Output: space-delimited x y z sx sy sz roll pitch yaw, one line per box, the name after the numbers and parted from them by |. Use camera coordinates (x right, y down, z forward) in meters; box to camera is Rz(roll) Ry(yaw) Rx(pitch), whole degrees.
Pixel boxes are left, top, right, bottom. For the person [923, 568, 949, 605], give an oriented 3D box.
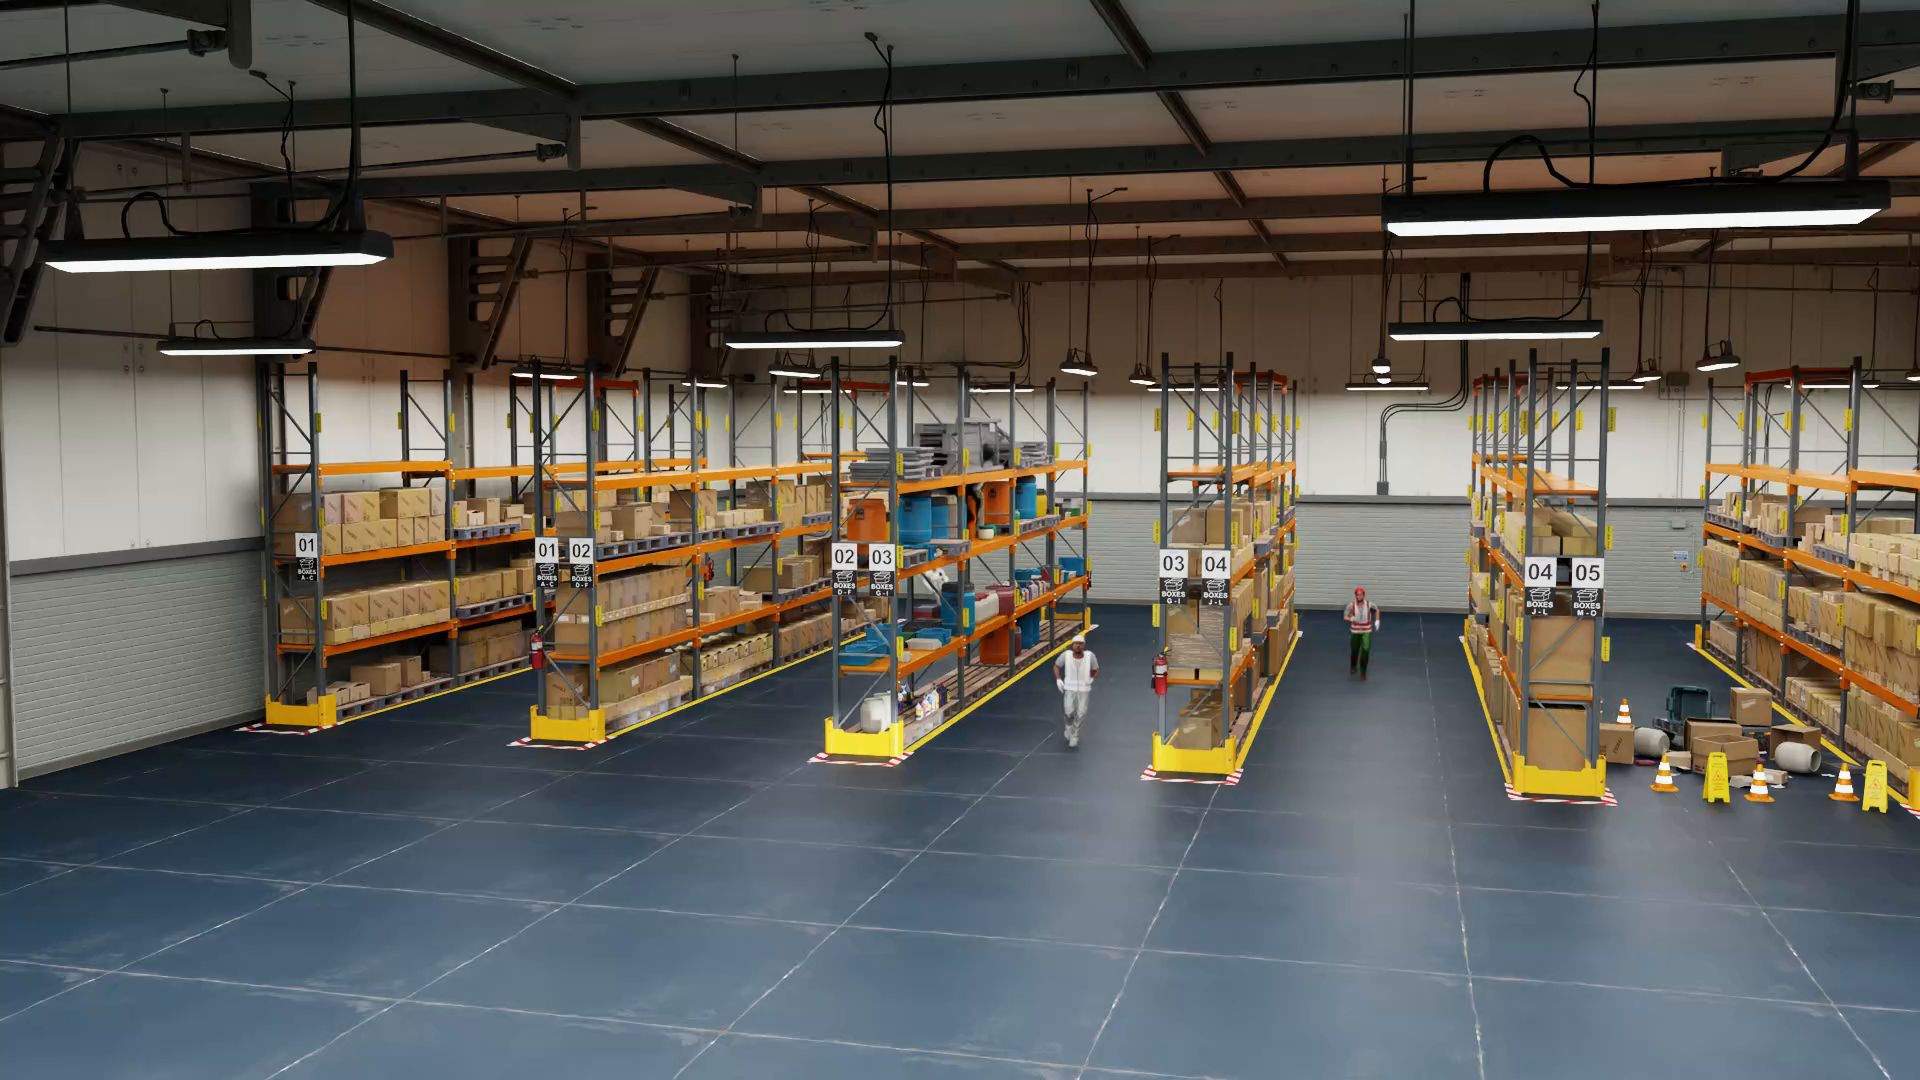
-0.582 1.285 41.451 0.644 1.634 0.806 -1 4 -13 | person

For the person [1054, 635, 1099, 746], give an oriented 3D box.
1.808 2.328 25.670 0.688 1.733 0.569 0 4 0 | person

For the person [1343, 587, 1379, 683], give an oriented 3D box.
7.819 1.833 32.419 0.676 1.837 0.919 1 4 14 | person
